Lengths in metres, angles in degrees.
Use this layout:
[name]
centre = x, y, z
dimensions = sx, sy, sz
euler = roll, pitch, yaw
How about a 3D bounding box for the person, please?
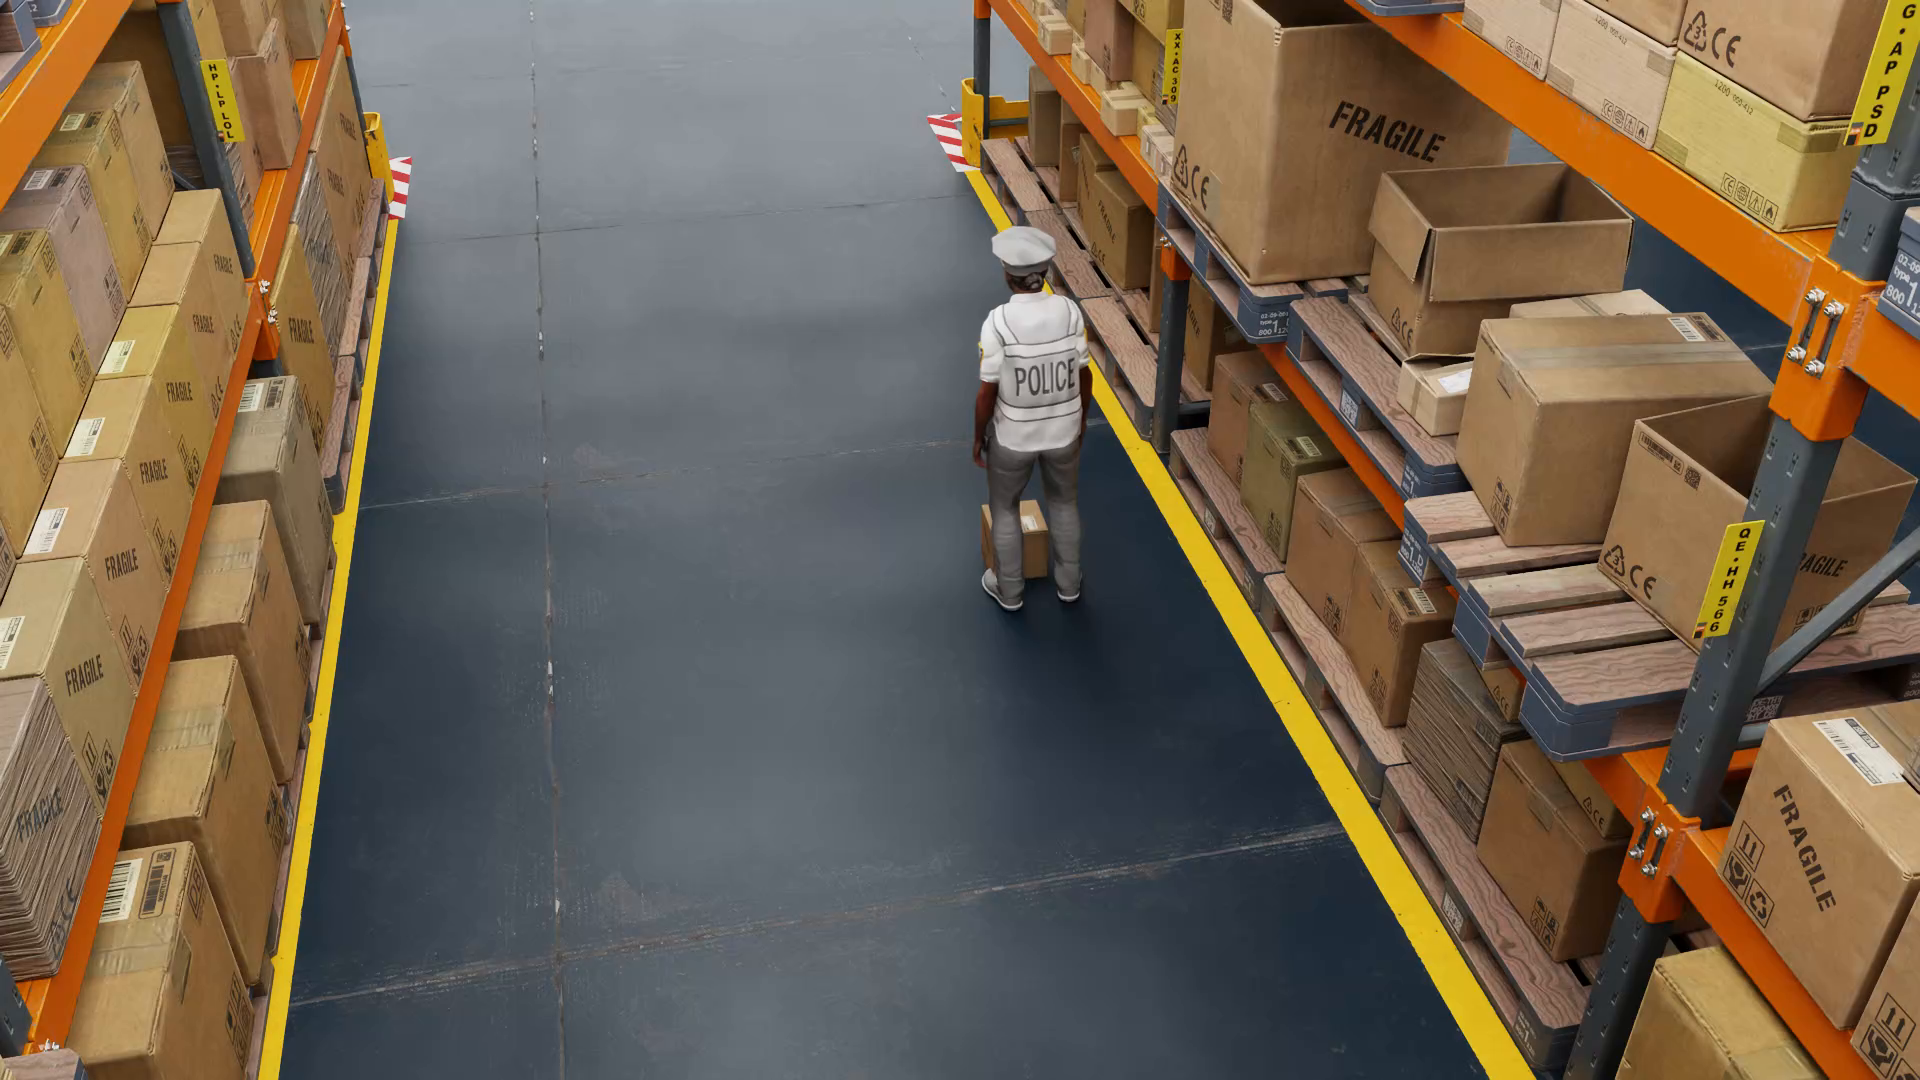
[person]
centre = 0.292, -0.468, 6.823
dimensions = 0.530, 1.659, 0.323
euler = -9, 36, -13
